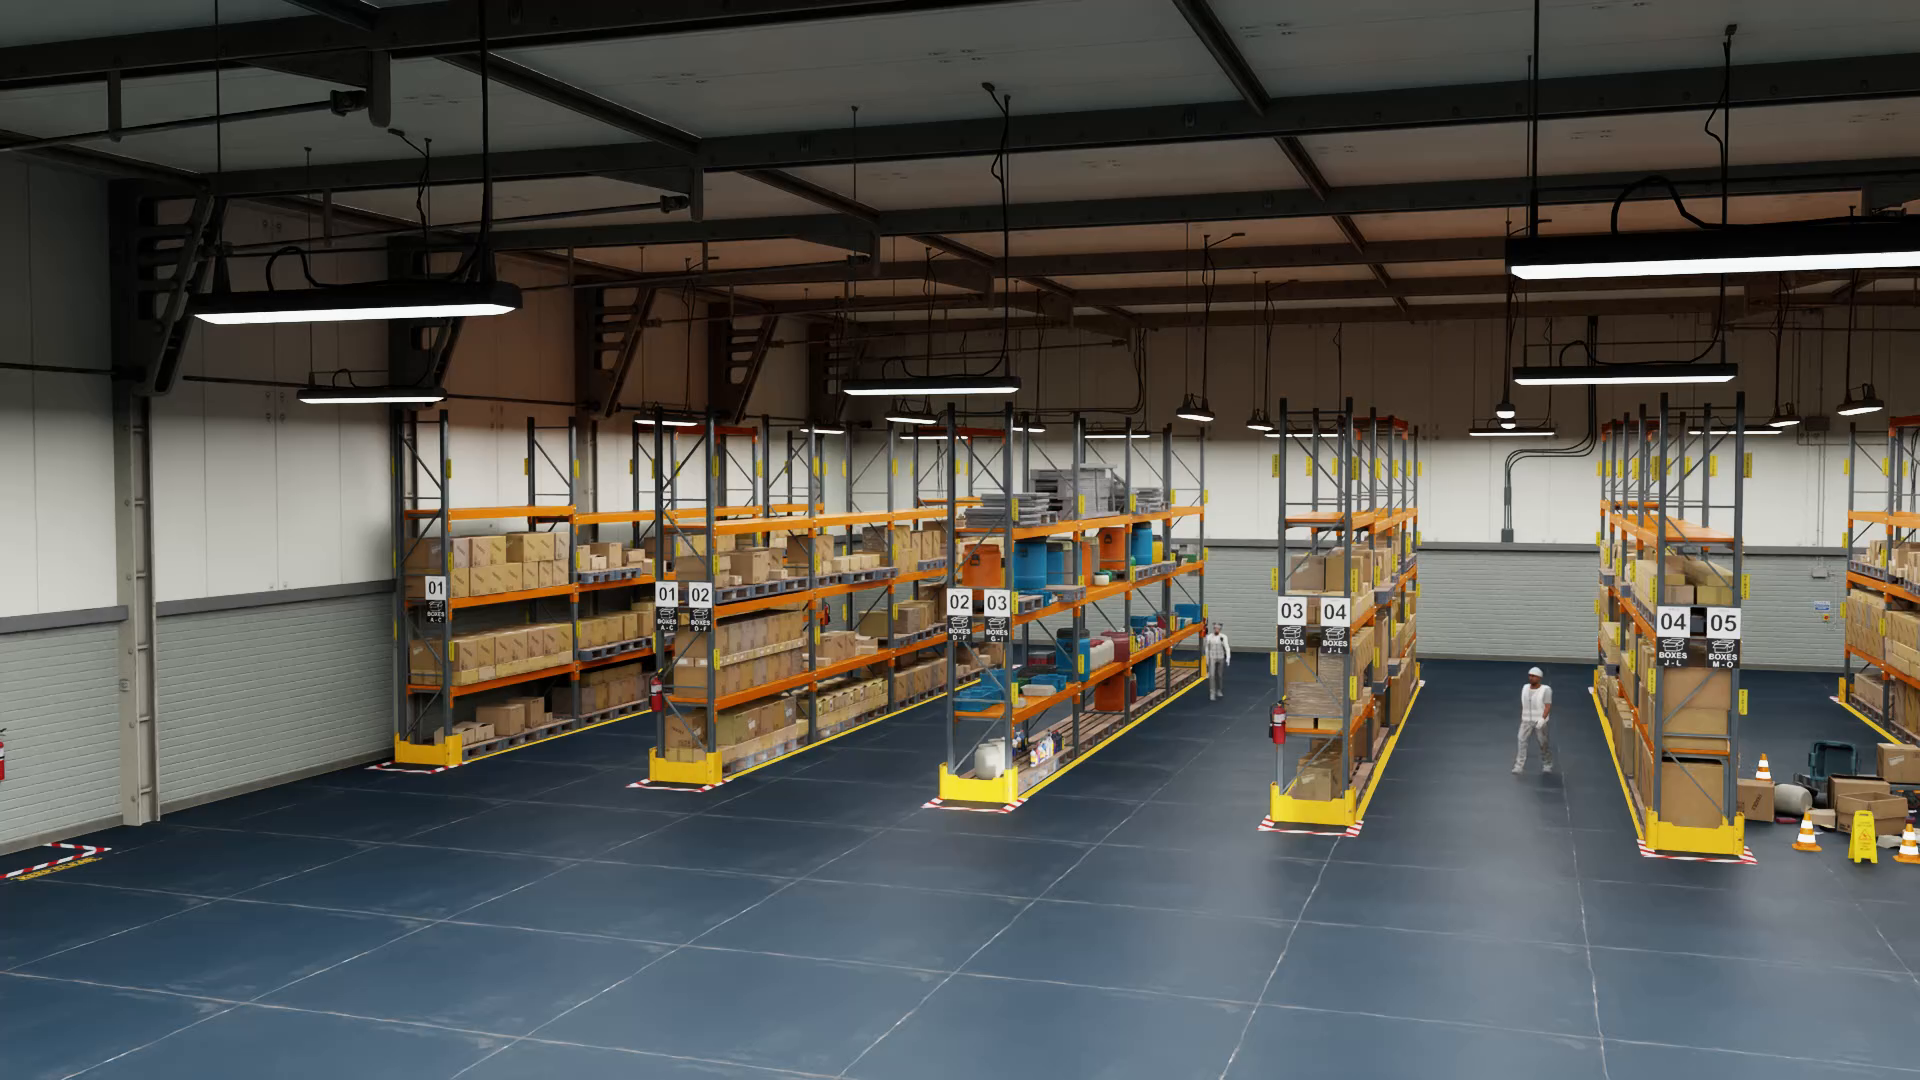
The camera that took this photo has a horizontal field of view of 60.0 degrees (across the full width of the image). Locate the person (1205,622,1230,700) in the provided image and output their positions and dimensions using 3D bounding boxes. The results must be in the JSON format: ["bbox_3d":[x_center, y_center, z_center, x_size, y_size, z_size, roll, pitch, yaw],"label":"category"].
[{"bbox_3d":[5.608,2.612,36.182,0.538,1.656,0.721,0,2,9],"label":"person"}]

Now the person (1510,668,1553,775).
[{"bbox_3d":[9.305,2.949,27.025,0.555,1.734,1.013,2,3,45],"label":"person"}]
